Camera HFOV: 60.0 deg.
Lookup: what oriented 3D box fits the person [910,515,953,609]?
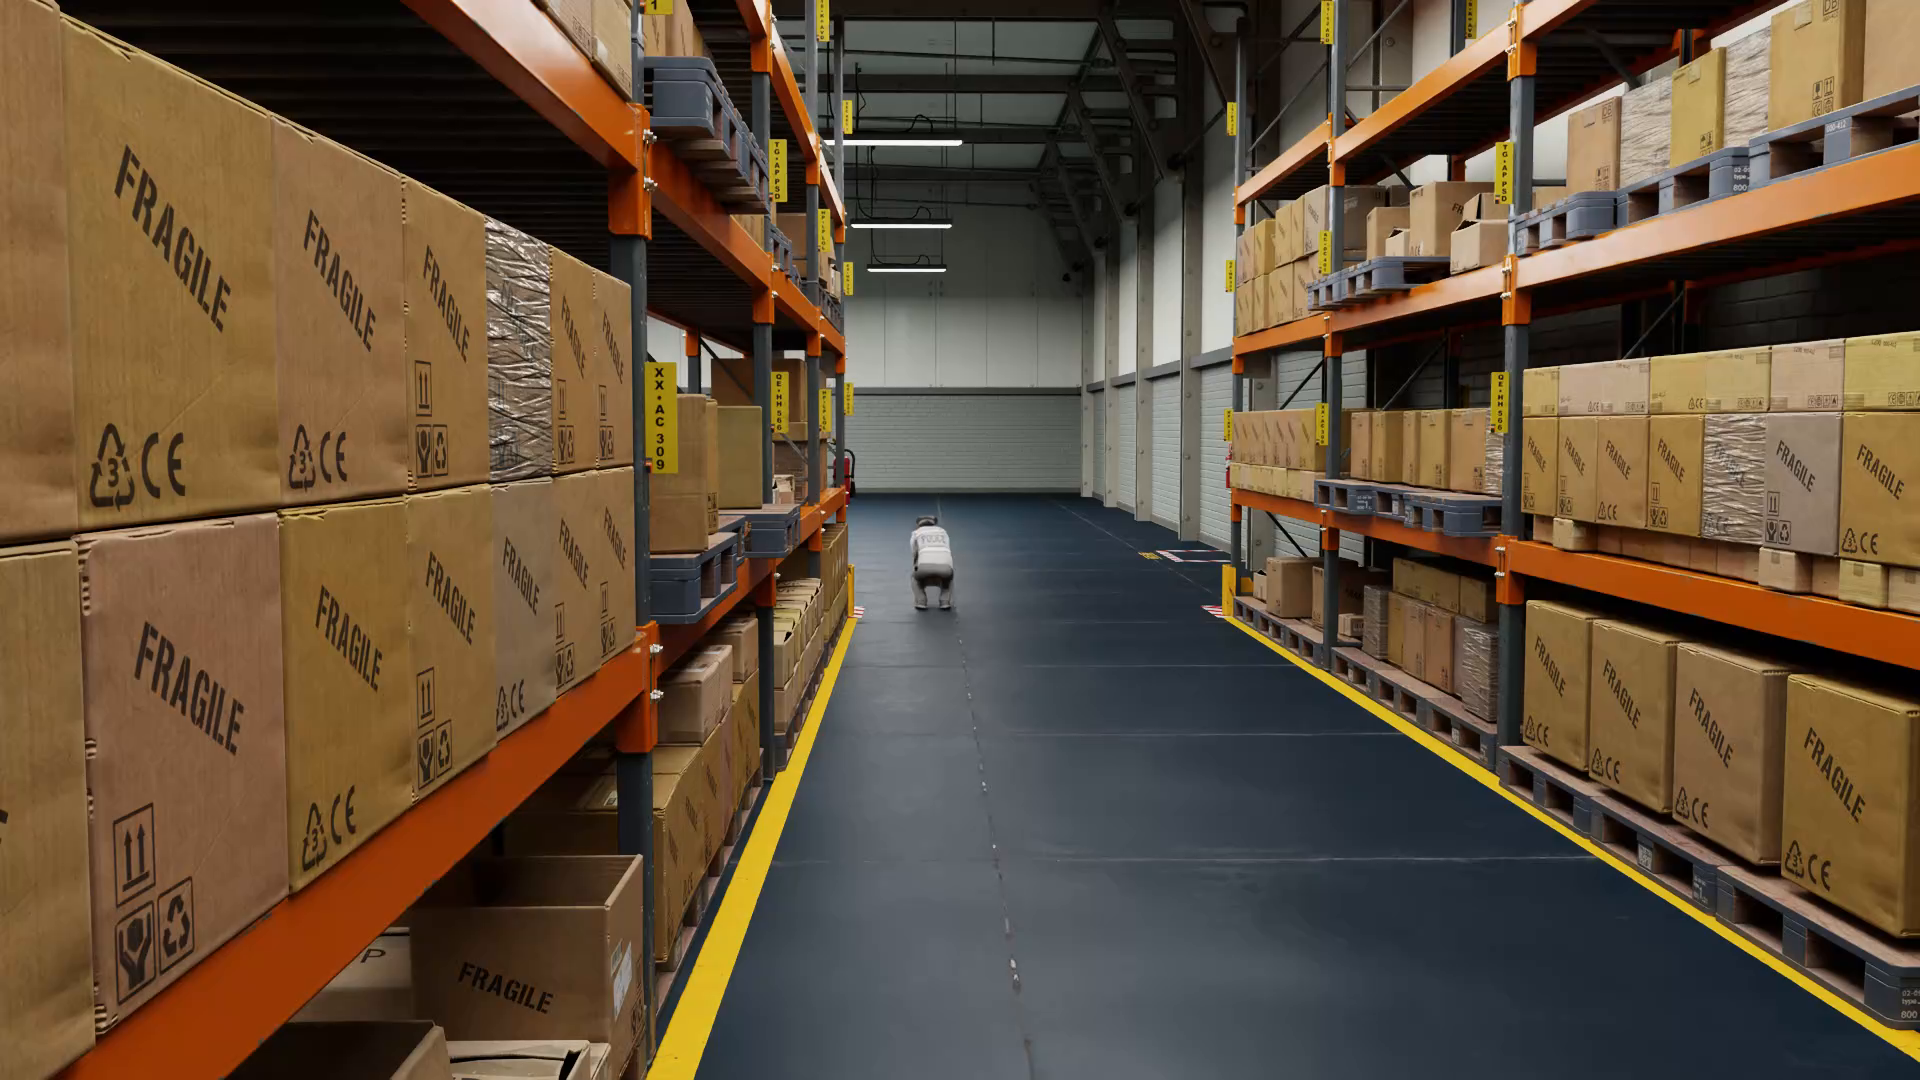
[{"bbox_3d":[-0.297,0.235,17.717,0.462,0.979,0.860,0,4,-3],"label":"person"}]
